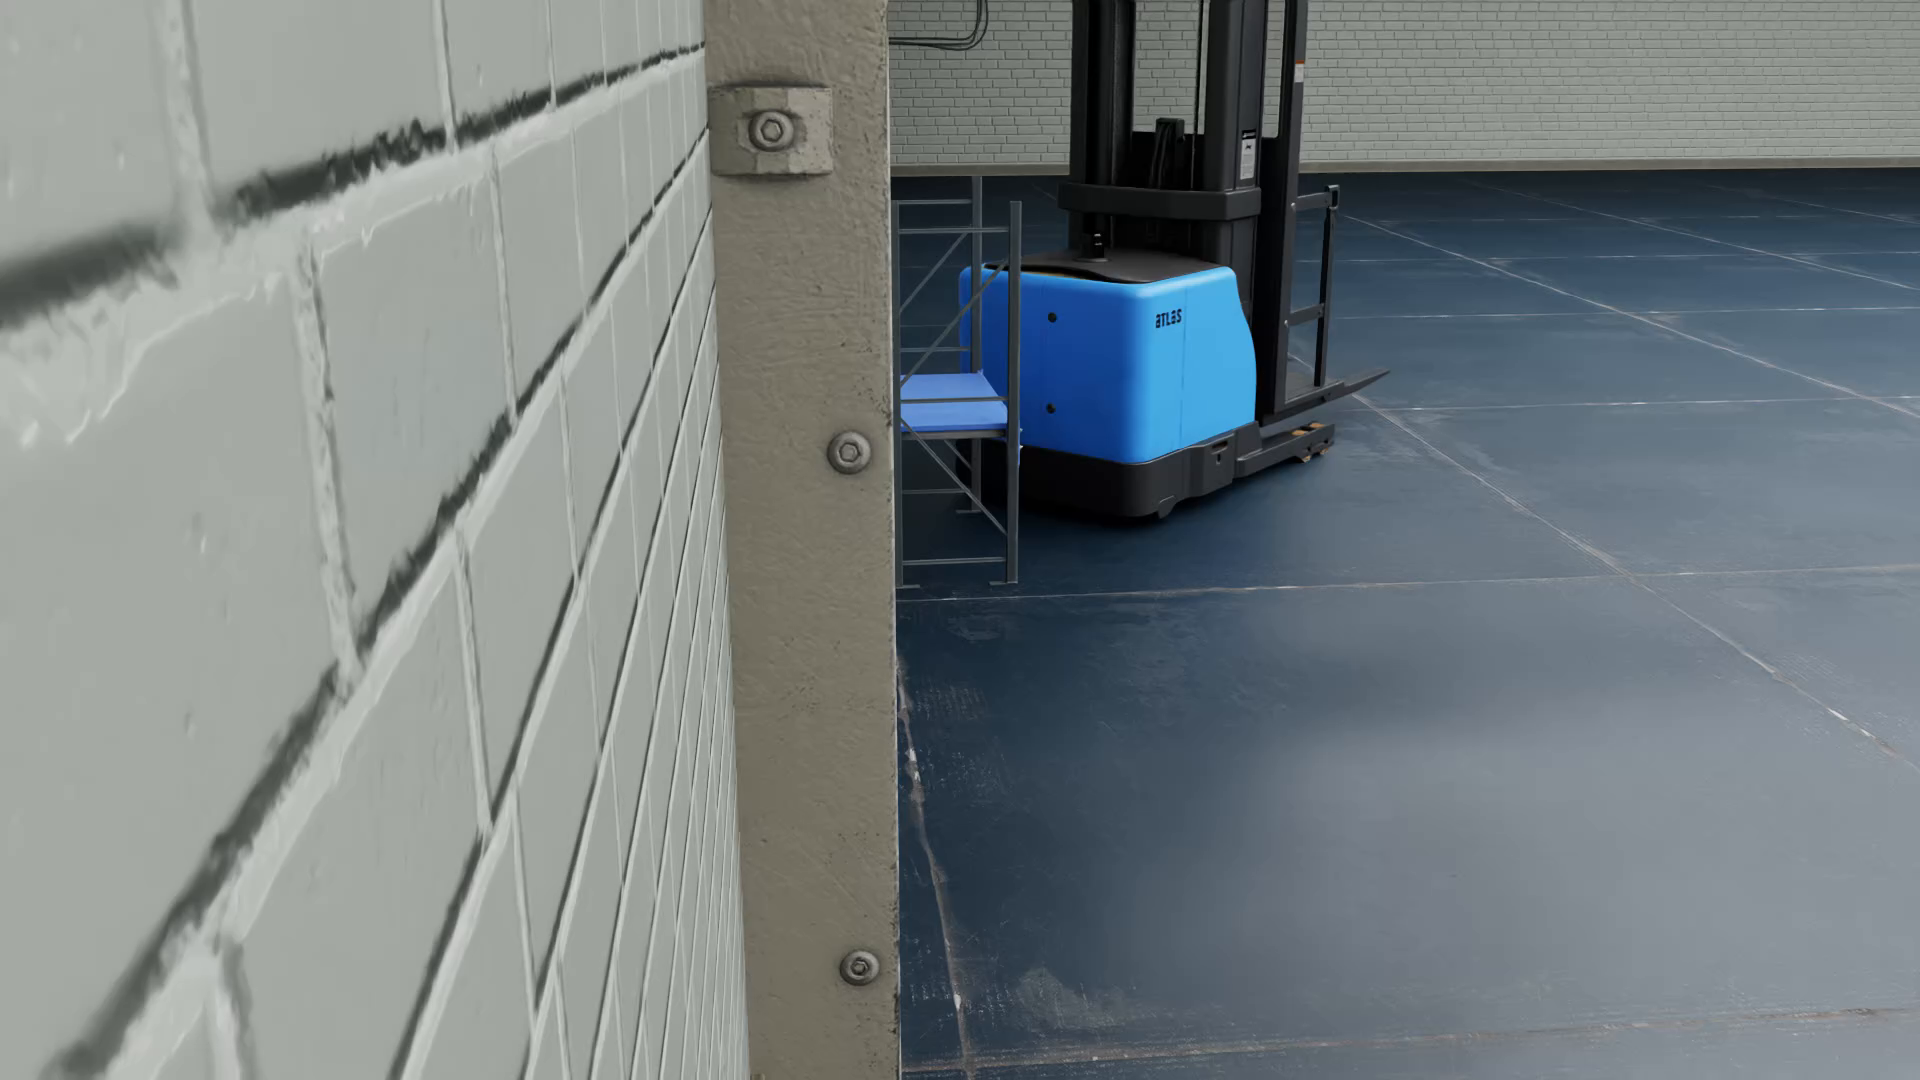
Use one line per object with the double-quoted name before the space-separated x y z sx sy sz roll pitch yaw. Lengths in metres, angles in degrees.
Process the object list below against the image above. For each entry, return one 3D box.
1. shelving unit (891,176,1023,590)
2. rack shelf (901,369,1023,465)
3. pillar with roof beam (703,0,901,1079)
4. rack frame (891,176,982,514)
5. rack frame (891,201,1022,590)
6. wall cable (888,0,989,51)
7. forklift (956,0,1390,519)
"shelving unit" -0.088 -0.684 6.851 0.538 1.500 1.048 -2 18 -7
"rack shelf" -0.088 -0.512 6.905 0.538 0.185 1.000 -2 18 -7
"pillar with roof beam" 3.990 -3.285 2.618 9.100 9.000 0.400 -2 18 -6
"rack frame" -0.156 -0.835 7.332 0.500 1.500 0.032 -2 18 -7
"rack frame" -0.021 -0.533 6.370 0.500 1.500 0.032 -2 18 -7
"wall cable" -1.137 -7.952 22.668 3.097 2.526 0.112 -2 18 -6
"forklift" 1.282 -1.871 8.243 1.130 2.935 3.031 13 22 36
